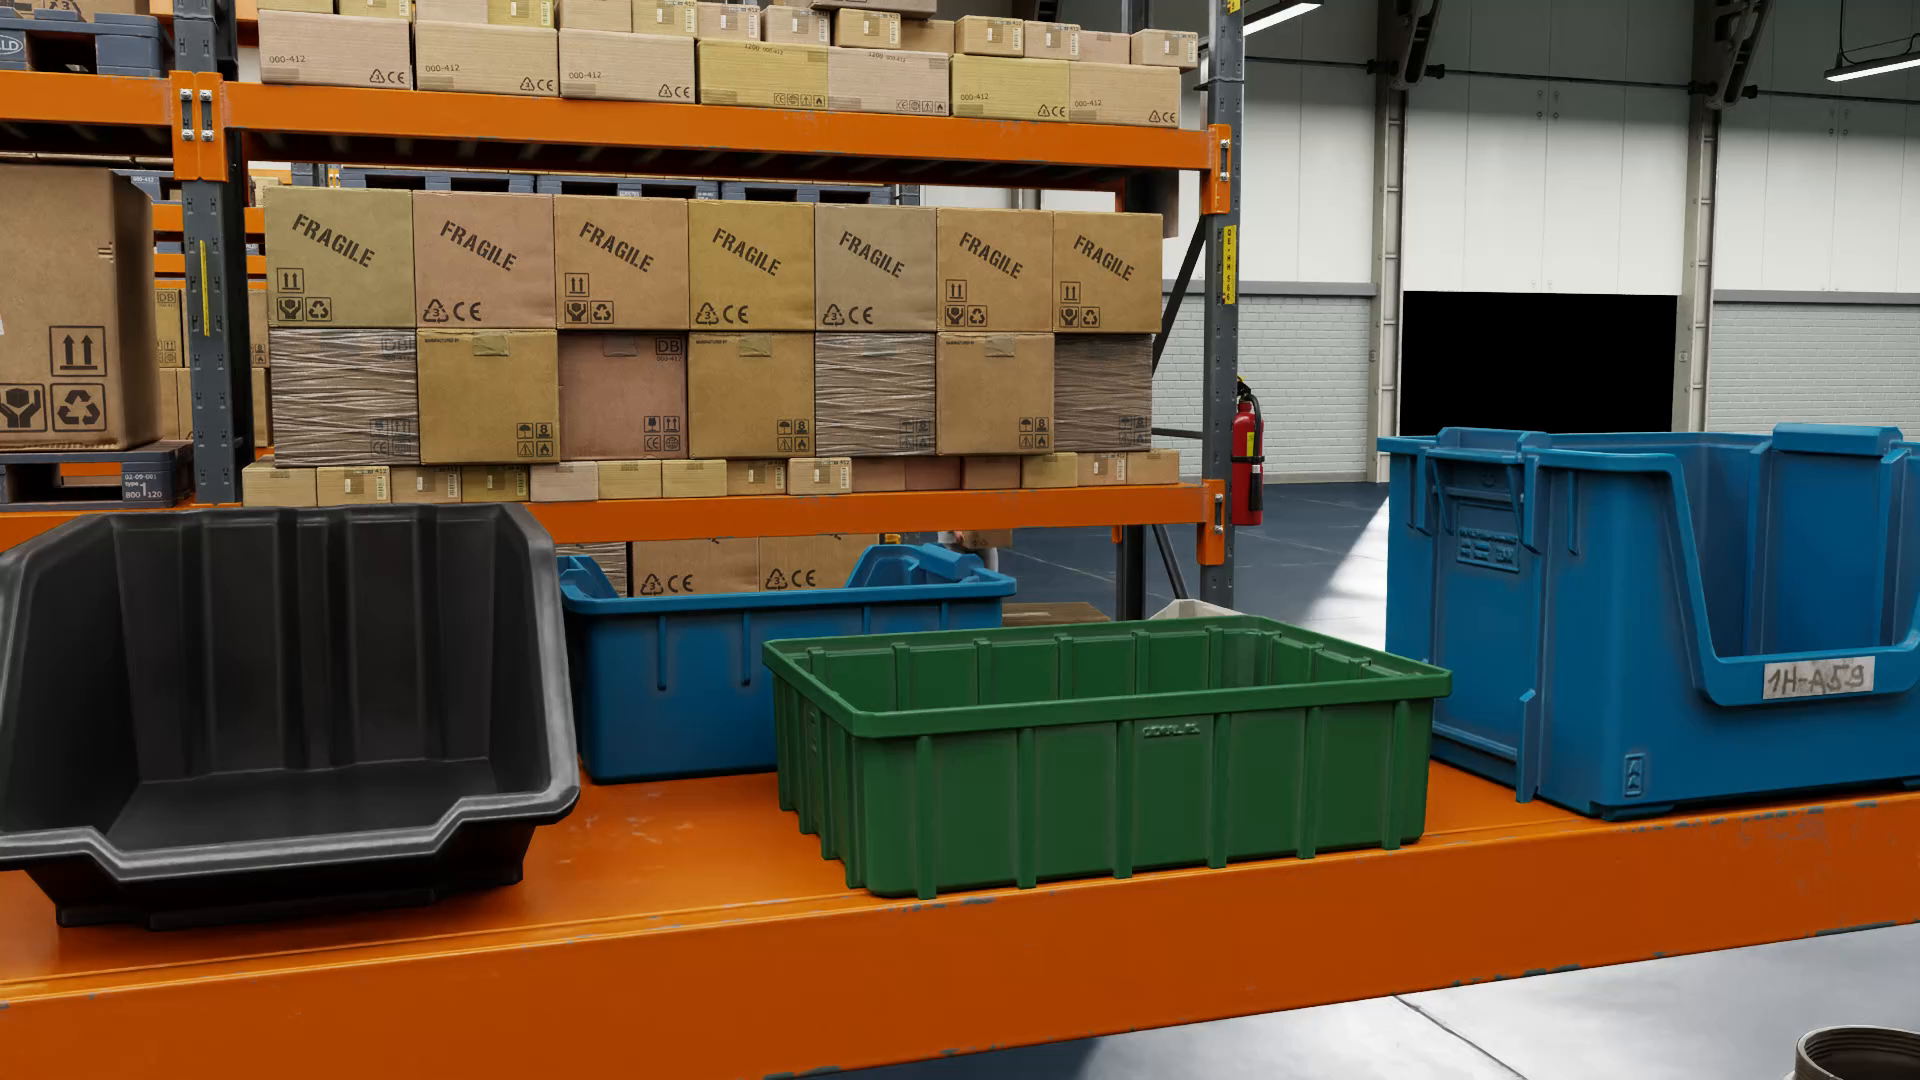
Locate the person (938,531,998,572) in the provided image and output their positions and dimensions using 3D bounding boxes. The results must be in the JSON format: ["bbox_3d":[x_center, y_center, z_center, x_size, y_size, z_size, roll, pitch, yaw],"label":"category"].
[{"bbox_3d":[0.076,0.037,9.400,0.425,1.596,0.489,-2,6,-19],"label":"person"}]
